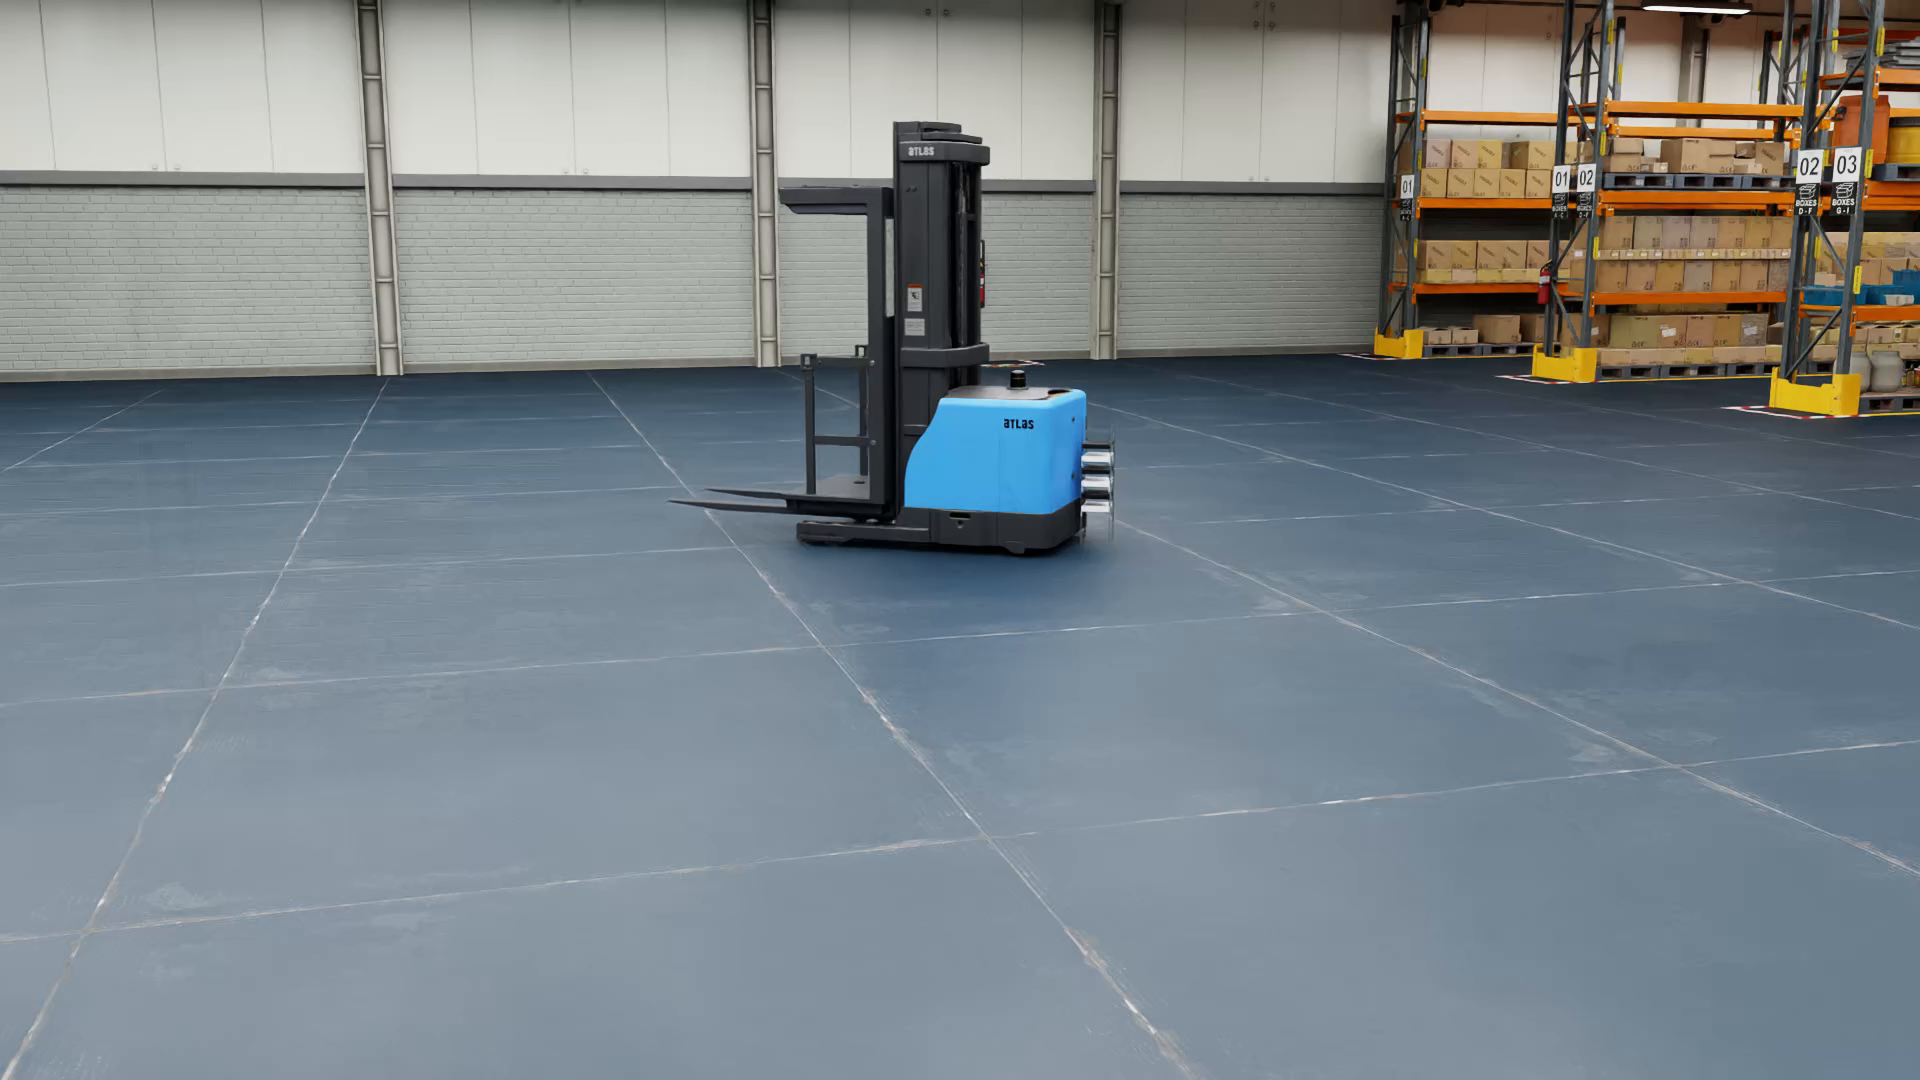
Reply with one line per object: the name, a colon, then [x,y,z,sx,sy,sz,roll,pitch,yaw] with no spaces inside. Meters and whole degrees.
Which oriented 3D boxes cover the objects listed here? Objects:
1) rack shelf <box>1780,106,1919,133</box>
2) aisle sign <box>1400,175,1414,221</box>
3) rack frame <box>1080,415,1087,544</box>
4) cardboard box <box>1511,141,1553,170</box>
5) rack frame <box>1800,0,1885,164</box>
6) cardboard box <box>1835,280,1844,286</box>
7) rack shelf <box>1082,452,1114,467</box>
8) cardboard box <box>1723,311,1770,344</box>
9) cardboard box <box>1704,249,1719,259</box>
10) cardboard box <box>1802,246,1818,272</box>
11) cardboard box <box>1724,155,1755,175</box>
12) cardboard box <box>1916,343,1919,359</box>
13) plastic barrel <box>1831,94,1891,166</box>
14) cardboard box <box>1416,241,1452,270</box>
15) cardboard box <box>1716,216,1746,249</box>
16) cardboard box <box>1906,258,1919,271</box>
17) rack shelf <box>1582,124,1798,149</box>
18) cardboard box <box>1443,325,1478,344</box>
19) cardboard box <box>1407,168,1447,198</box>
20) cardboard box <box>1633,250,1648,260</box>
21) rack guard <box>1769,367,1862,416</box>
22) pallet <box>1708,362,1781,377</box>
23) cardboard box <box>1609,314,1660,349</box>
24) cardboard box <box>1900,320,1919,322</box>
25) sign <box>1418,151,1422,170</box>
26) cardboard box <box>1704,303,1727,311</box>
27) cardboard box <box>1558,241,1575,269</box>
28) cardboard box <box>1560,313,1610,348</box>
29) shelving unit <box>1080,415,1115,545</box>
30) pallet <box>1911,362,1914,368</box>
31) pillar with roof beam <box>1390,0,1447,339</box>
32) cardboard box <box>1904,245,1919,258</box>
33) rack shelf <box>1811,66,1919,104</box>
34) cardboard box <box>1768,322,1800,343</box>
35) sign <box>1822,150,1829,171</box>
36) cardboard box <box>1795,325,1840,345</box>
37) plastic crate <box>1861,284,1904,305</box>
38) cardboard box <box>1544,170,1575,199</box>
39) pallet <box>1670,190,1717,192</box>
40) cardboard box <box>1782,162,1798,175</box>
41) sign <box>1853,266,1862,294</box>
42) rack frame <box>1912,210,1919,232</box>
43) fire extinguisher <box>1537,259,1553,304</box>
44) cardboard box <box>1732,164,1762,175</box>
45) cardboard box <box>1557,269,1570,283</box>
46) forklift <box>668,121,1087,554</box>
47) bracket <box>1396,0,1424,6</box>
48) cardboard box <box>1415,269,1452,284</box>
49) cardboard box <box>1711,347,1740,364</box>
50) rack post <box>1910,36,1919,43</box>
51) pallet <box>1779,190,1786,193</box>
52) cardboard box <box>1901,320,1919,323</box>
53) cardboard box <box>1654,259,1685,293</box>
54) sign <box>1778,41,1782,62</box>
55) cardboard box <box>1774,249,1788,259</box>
rack shelf: [15.022,-6.654,26.426,4.000,0.370,1.077,-3,11,-16]
aisle sign: [7.888,-6.034,29.357,0.004,0.787,0.394,-3,11,-16]
rack frame: [0.888,-0.436,11.931,0.006,0.900,0.240,2,11,12]
cardboard box: [10.286,-6.909,29.914,0.500,0.500,0.500,-3,11,-18]
rack frame: [10.642,-6.039,19.997,0.127,3.000,1.000,-3,11,-16]
cardboard box: [14.009,-4.038,26.391,0.250,0.149,0.380,-3,11,-16]
rack shelf: [0.987,-0.577,11.883,0.200,0.077,0.258,2,11,12]
cardboard box: [12.569,-3.407,26.629,0.500,0.500,0.500,-3,11,-16]
cardboard box: [11.427,-4.392,25.550,0.250,0.149,0.380,-3,11,-14]
cardboard box: [16.092,-5.401,31.948,0.500,0.500,0.500,-3,11,-14]
cardboard box: [12.026,-5.852,25.966,0.500,0.311,0.500,-4,11,-19]
cardboard box: [15.528,-3.089,26.973,0.500,0.250,0.500,-3,11,-15]
plastic barrel: [11.073,-5.028,20.445,0.708,0.830,0.600,-3,11,-16]
cardboard box: [8.415,-5.088,29.686,0.500,0.500,0.500,-3,11,-16]
cardboard box: [11.711,-4.765,25.786,0.500,0.500,0.700,-3,11,-16]
cardboard box: [15.336,-4.316,26.932,0.500,0.500,0.500,-4,11,-19]
rack shelf: [13.634,-7.515,31.102,4.000,0.370,1.077,-3,11,-16]
cardboard box: [9.110,-3.753,30.360,0.500,0.311,0.500,-2,11,-11]
cardboard box: [8.264,-6.319,29.468,0.500,0.500,0.500,-3,11,-14]
cardboard box: [10.191,-4.327,25.197,0.250,0.149,0.380,-3,11,-16]
rack guard: [10.702,-1.872,20.832,0.348,0.500,1.175,-3,11,-16]
pallet: [12.326,-2.748,26.391,1.213,0.211,1.003,-3,11,-16]
cardboard box: [10.318,-3.187,25.438,0.500,0.500,0.500,-3,11,-16]
cardboard box: [18.807,-4.512,33.049,0.750,0.750,0.750,-3,11,-15]
sign: [8.025,-6.622,29.032,0.005,0.325,0.100,-3,11,-16]
cardboard box: [14.312,-4.508,31.868,0.500,0.250,0.500,-3,11,-15]
cardboard box: [10.868,-5.214,30.374,0.500,0.500,0.500,-3,11,-16]
cardboard box: [9.693,-3.252,25.790,0.500,0.500,0.500,-3,11,-16]
shelving unit: [0.987,-0.432,11.910,0.210,0.900,0.258,2,11,12]
pallet: [16.141,-2.949,27.480,1.213,0.211,1.003,-3,11,-16]
pillar with roof beam: [9.506,-7.199,26.296,0.548,9.000,9.100,-3,11,-16]
cardboard box: [18.535,-5.529,32.641,0.500,0.500,0.500,-3,11,-15]
rack shelf: [12.562,-5.590,20.648,4.000,0.370,1.077,-3,11,-16]
cardboard box: [13.410,-3.353,26.860,0.500,0.311,0.500,-3,11,-16]
sign: [13.258,-5.825,25.469,0.005,0.325,0.100,-3,11,-16]
cardboard box: [13.568,-3.260,26.356,0.500,0.311,0.500,-3,11,-16]
plastic crate: [11.664,-3.125,21.147,0.408,0.251,0.499,-3,11,-16]
cardboard box: [10.808,-6.456,30.213,0.500,0.500,0.500,-4,11,-21]
pallet: [13.331,-6.462,31.097,1.003,0.211,1.213,-3,11,-16]
cardboard box: [15.995,-6.991,31.959,0.500,0.500,0.700,-4,11,-20]
sign: [10.791,-3.129,19.994,0.005,0.325,0.100,-3,11,-16]
rack frame: [19.395,-5.418,33.194,0.127,3.000,1.000,-3,11,-16]
fire extinguisher: [9.018,-3.987,25.631,0.183,0.674,0.296,-3,11,-16]
cardboard box: [12.020,-5.671,25.429,0.250,0.149,0.380,-3,11,-16]
cardboard box: [10.863,-4.849,30.461,0.500,0.250,0.500,-3,11,-16]
forklift: [-0.646,-1.484,12.012,3.031,2.935,1.130,4,11,19]
bracket: [8.004,-9.635,29.586,0.430,0.232,0.235,-3,11,-16]
cardboard box: [8.430,-4.717,29.741,0.500,0.250,0.500,-3,11,-18]
cardboard box: [11.759,-2.894,25.915,0.500,0.250,0.500,-3,11,-16]
rack post: [12.493,-6.106,20.566,0.954,0.300,0.937,-3,11,-17]
pallet: [16.157,-6.640,32.067,1.003,0.211,1.213,-2,11,-13]
cardboard box: [15.855,-3.481,27.559,0.500,0.311,0.500,-3,11,-17]
cardboard box: [10.694,-4.072,25.605,0.500,0.500,0.700,-3,11,-16]
sign: [12.938,-7.695,26.192,0.005,0.325,0.100,-3,11,-16]
cardboard box: [12.662,-4.458,25.907,0.250,0.149,0.380,-3,11,-17]
